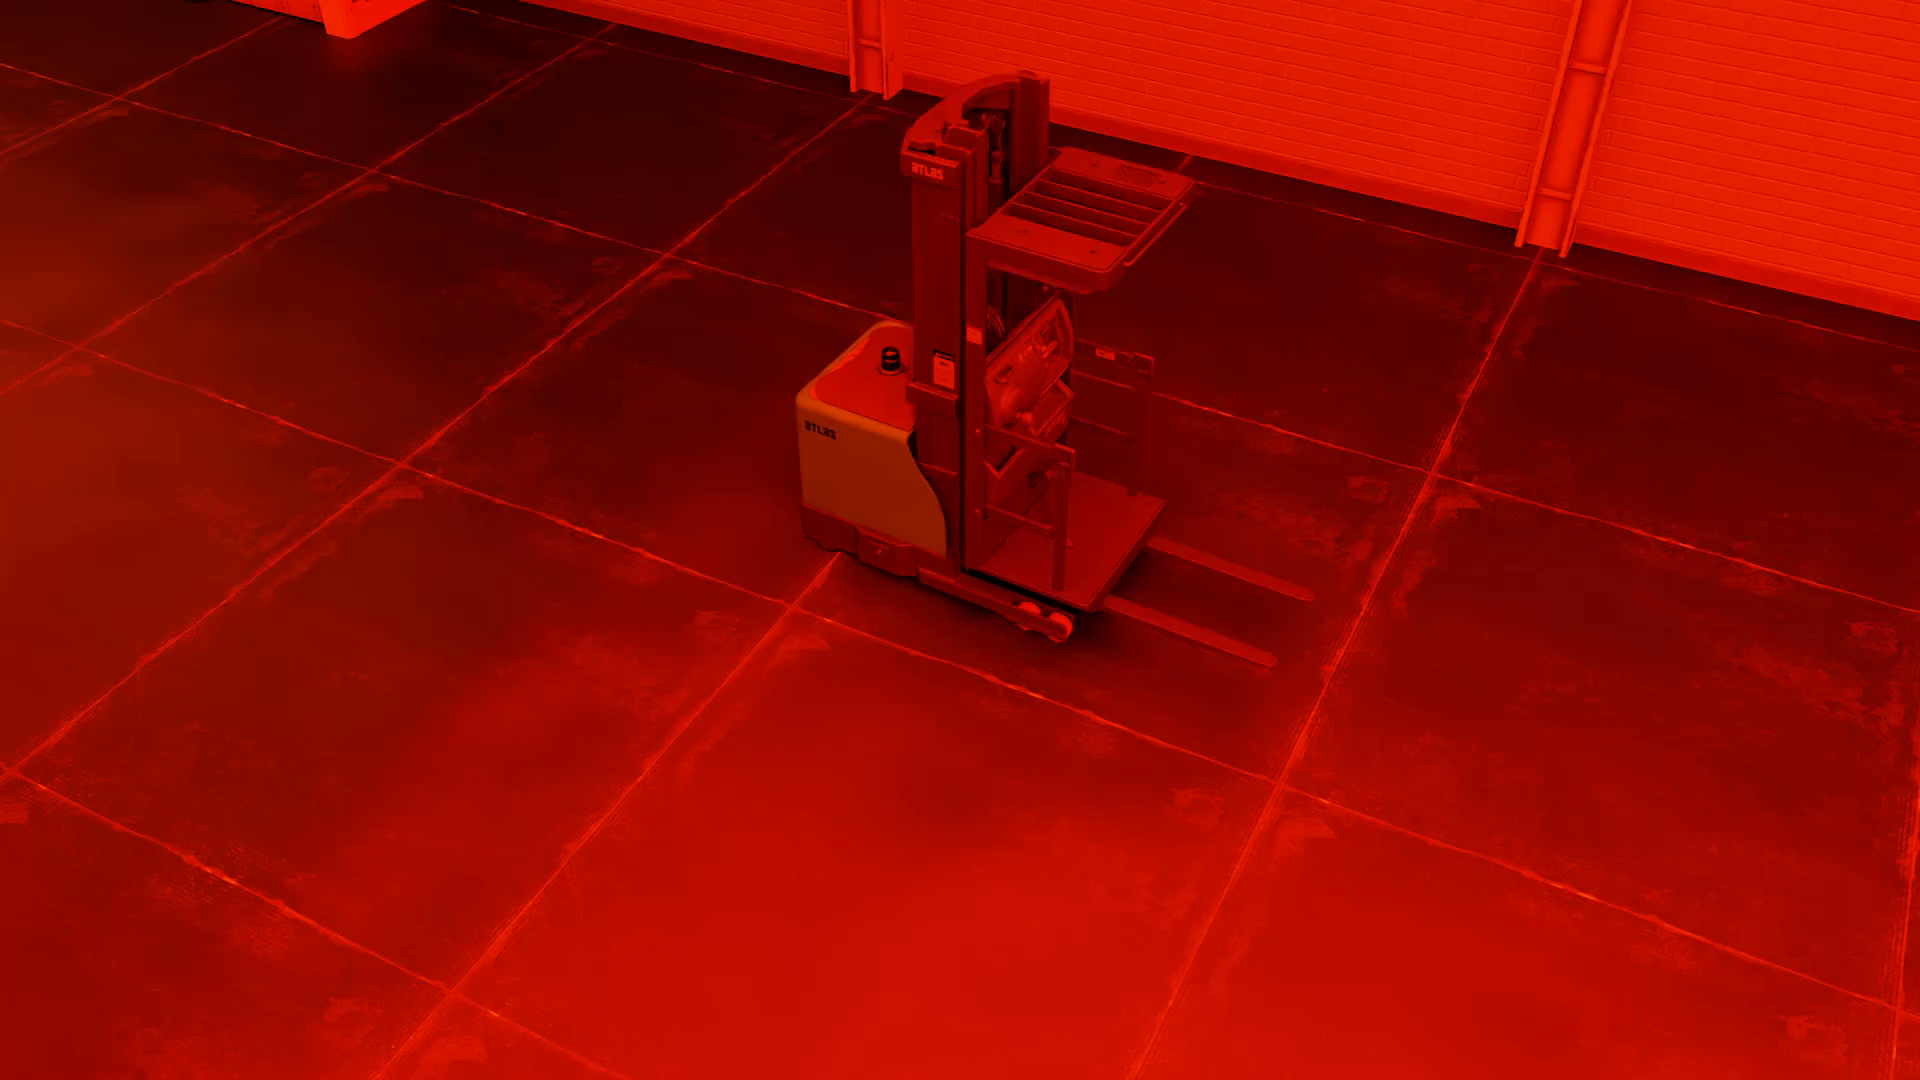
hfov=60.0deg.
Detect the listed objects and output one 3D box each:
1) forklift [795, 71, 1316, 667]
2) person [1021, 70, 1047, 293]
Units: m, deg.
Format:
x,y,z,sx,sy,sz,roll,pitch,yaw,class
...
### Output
x,y,z,sx,sy,sz,roll,pitch,yaw,class
0.563,-0.928,9.089,3.031,2.935,1.130,20,44,22,forklift
0.490,-2.618,12.085,0.325,1.662,0.446,-1,40,-1,person
